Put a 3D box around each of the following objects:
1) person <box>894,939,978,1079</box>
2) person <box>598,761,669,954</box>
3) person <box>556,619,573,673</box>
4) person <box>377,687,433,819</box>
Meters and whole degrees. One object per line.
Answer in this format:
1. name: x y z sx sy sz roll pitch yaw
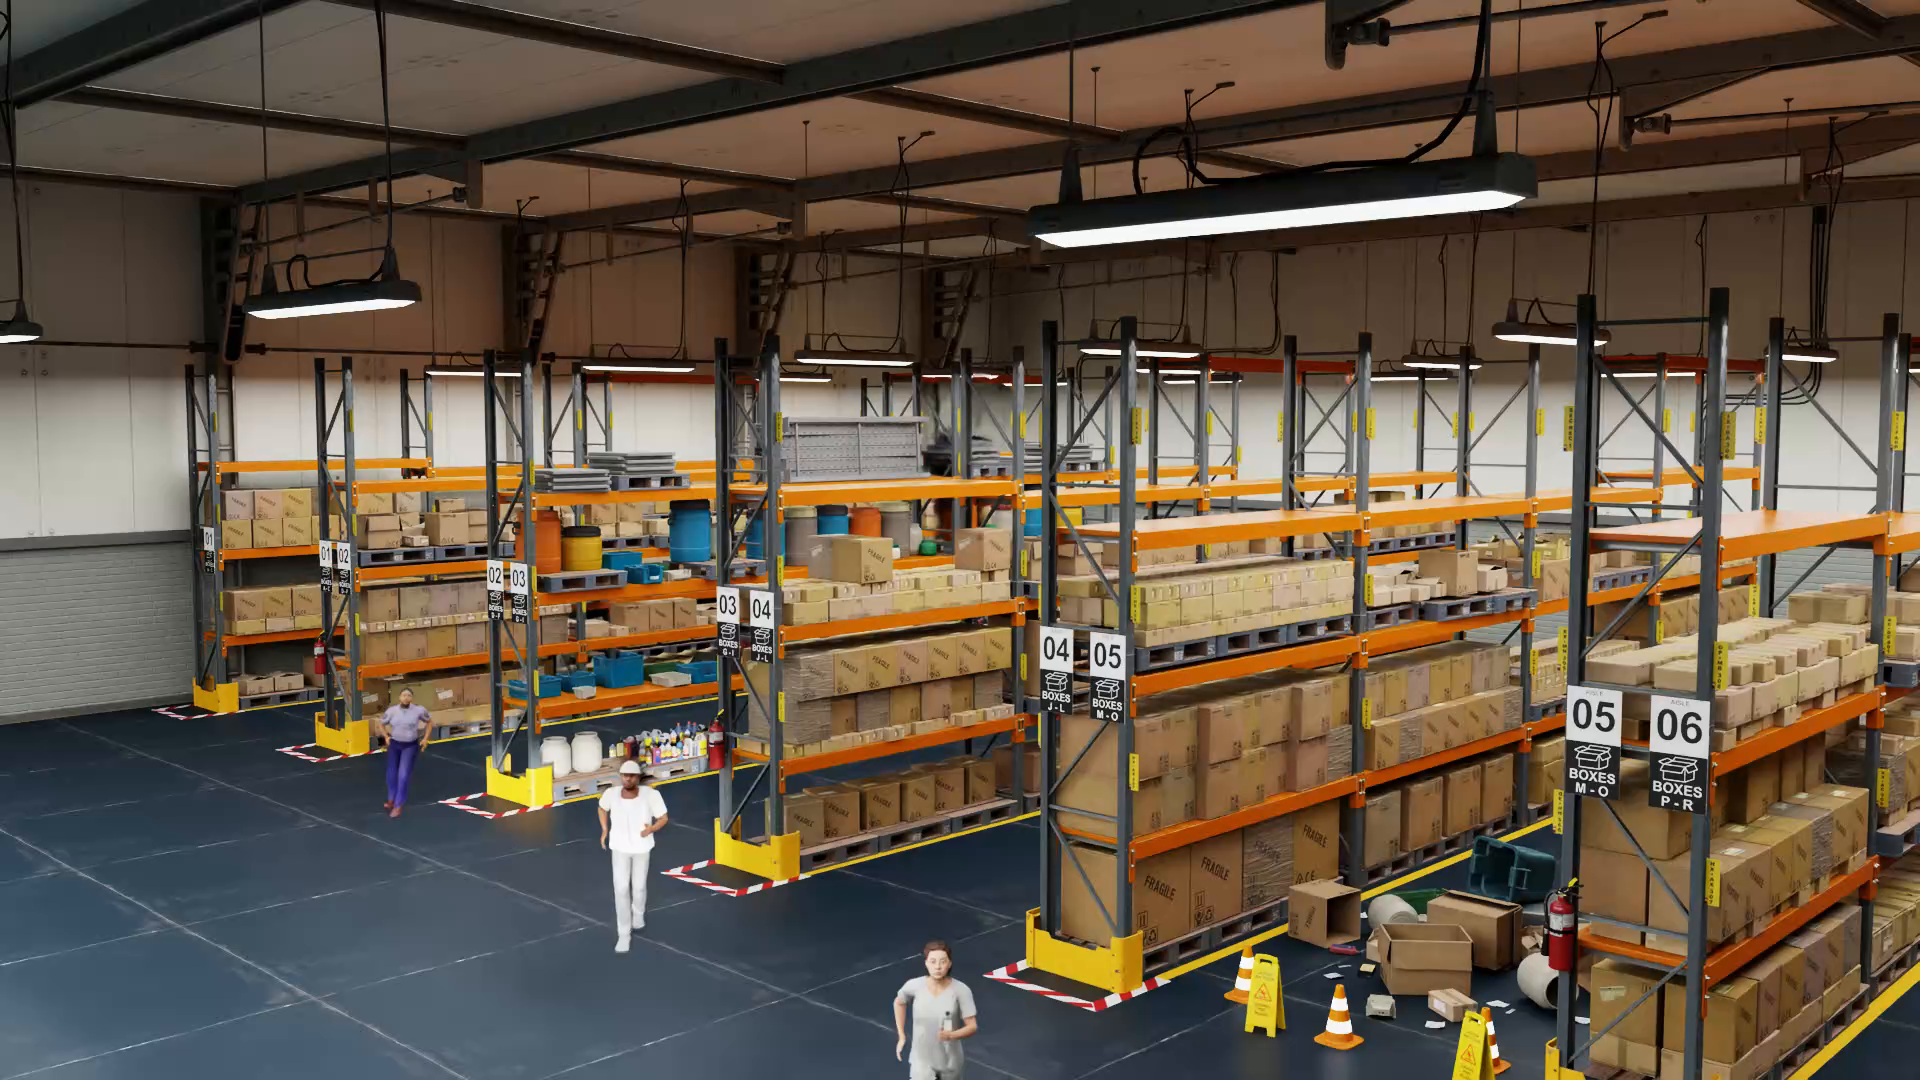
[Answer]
1. person: -0.160 3.485 10.979 0.538 1.725 0.770 0 4 -4
2. person: -3.193 3.037 16.262 0.685 1.808 0.848 -1 4 -9
3. person: -7.304 2.022 30.357 0.588 1.656 0.603 3 5 33
4. person: -7.170 2.731 21.477 0.661 1.652 0.689 0 4 -4
